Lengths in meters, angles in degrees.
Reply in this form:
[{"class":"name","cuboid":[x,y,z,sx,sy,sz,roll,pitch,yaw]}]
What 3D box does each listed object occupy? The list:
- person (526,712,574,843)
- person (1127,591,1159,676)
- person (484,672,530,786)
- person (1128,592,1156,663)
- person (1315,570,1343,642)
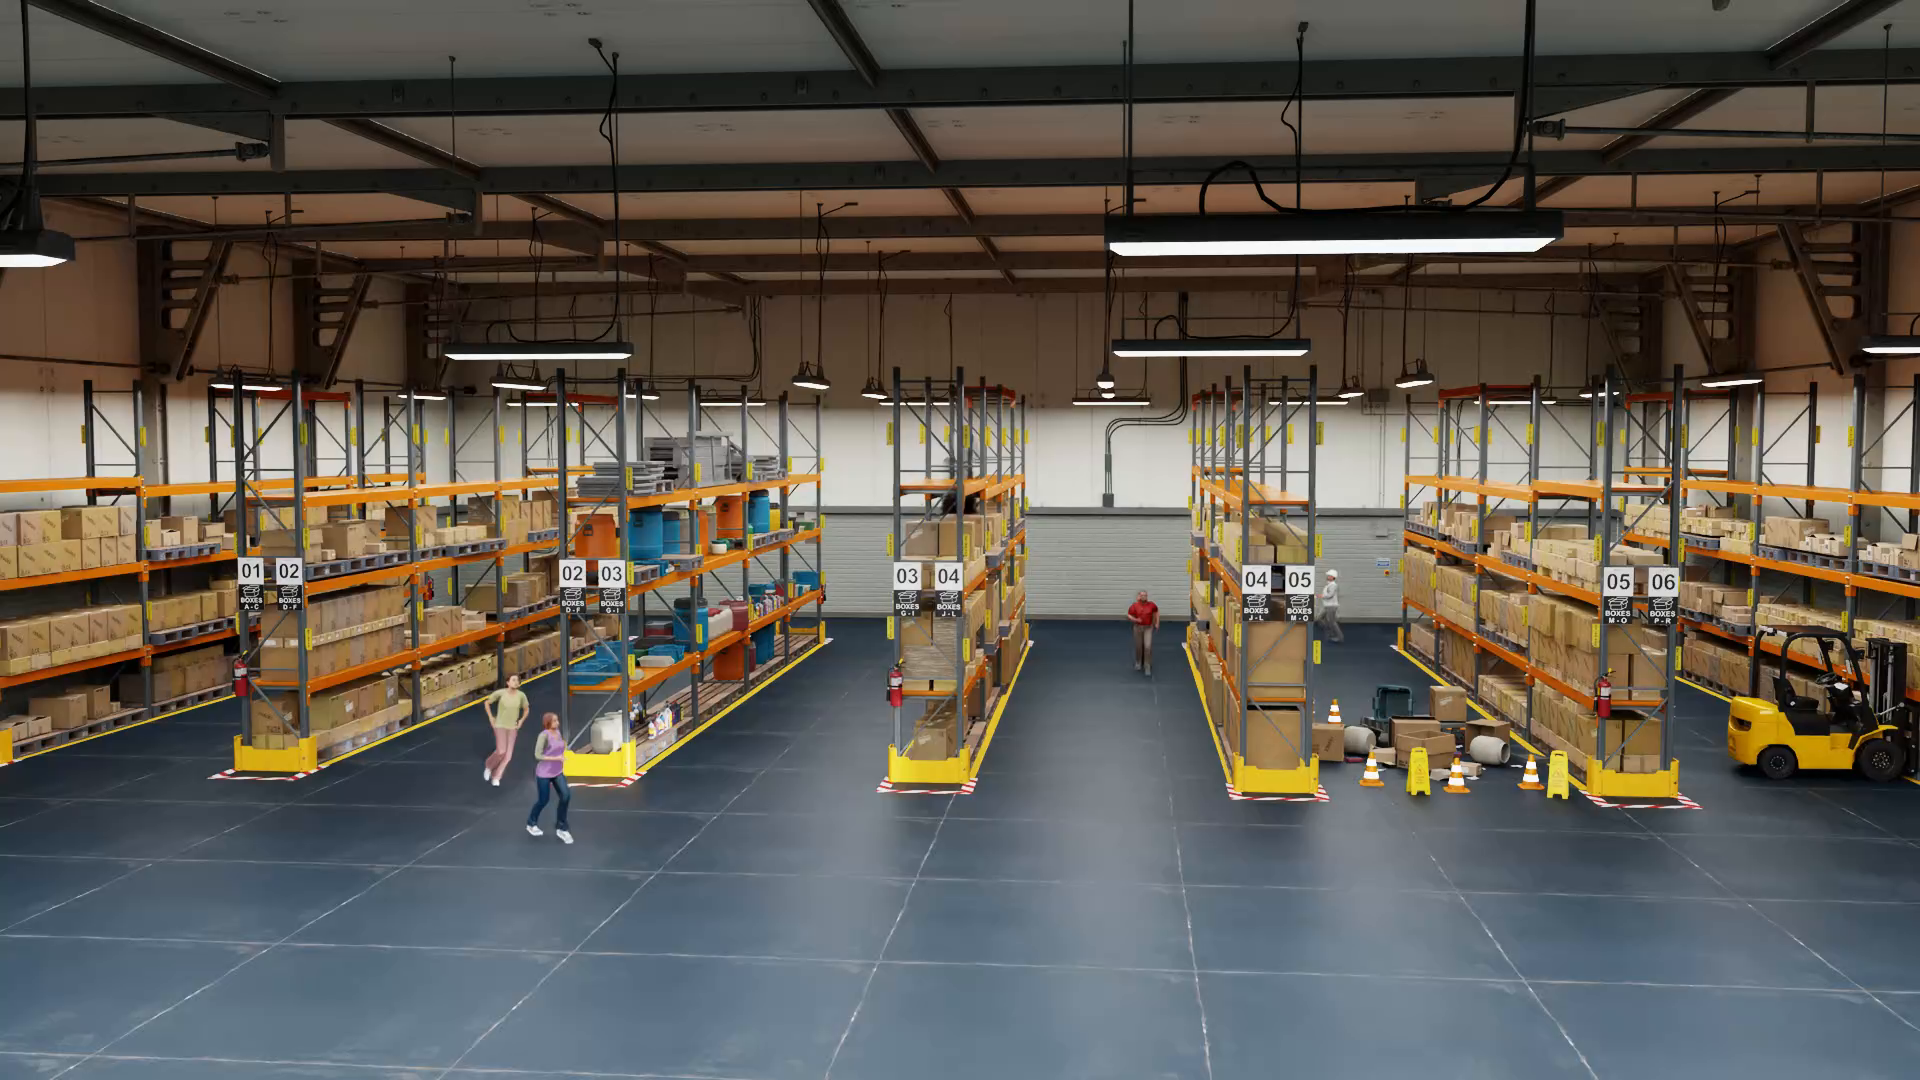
[{"class":"person","cuboid":[-5.088,2.933,20.545,0.722,1.641,0.522,2,4,31]},{"class":"person","cuboid":[3.885,1.958,35.248,0.683,1.789,0.830,0,4,4]},{"class":"person","cuboid":[-6.508,2.708,23.941,0.633,1.612,0.514,-2,4,-34]},{"class":"person","cuboid":[4.007,1.931,36.529,0.643,1.598,0.683,0,4,4]},{"class":"person","cuboid":[8.982,1.607,40.473,0.693,1.772,0.634,0,4,2]}]
